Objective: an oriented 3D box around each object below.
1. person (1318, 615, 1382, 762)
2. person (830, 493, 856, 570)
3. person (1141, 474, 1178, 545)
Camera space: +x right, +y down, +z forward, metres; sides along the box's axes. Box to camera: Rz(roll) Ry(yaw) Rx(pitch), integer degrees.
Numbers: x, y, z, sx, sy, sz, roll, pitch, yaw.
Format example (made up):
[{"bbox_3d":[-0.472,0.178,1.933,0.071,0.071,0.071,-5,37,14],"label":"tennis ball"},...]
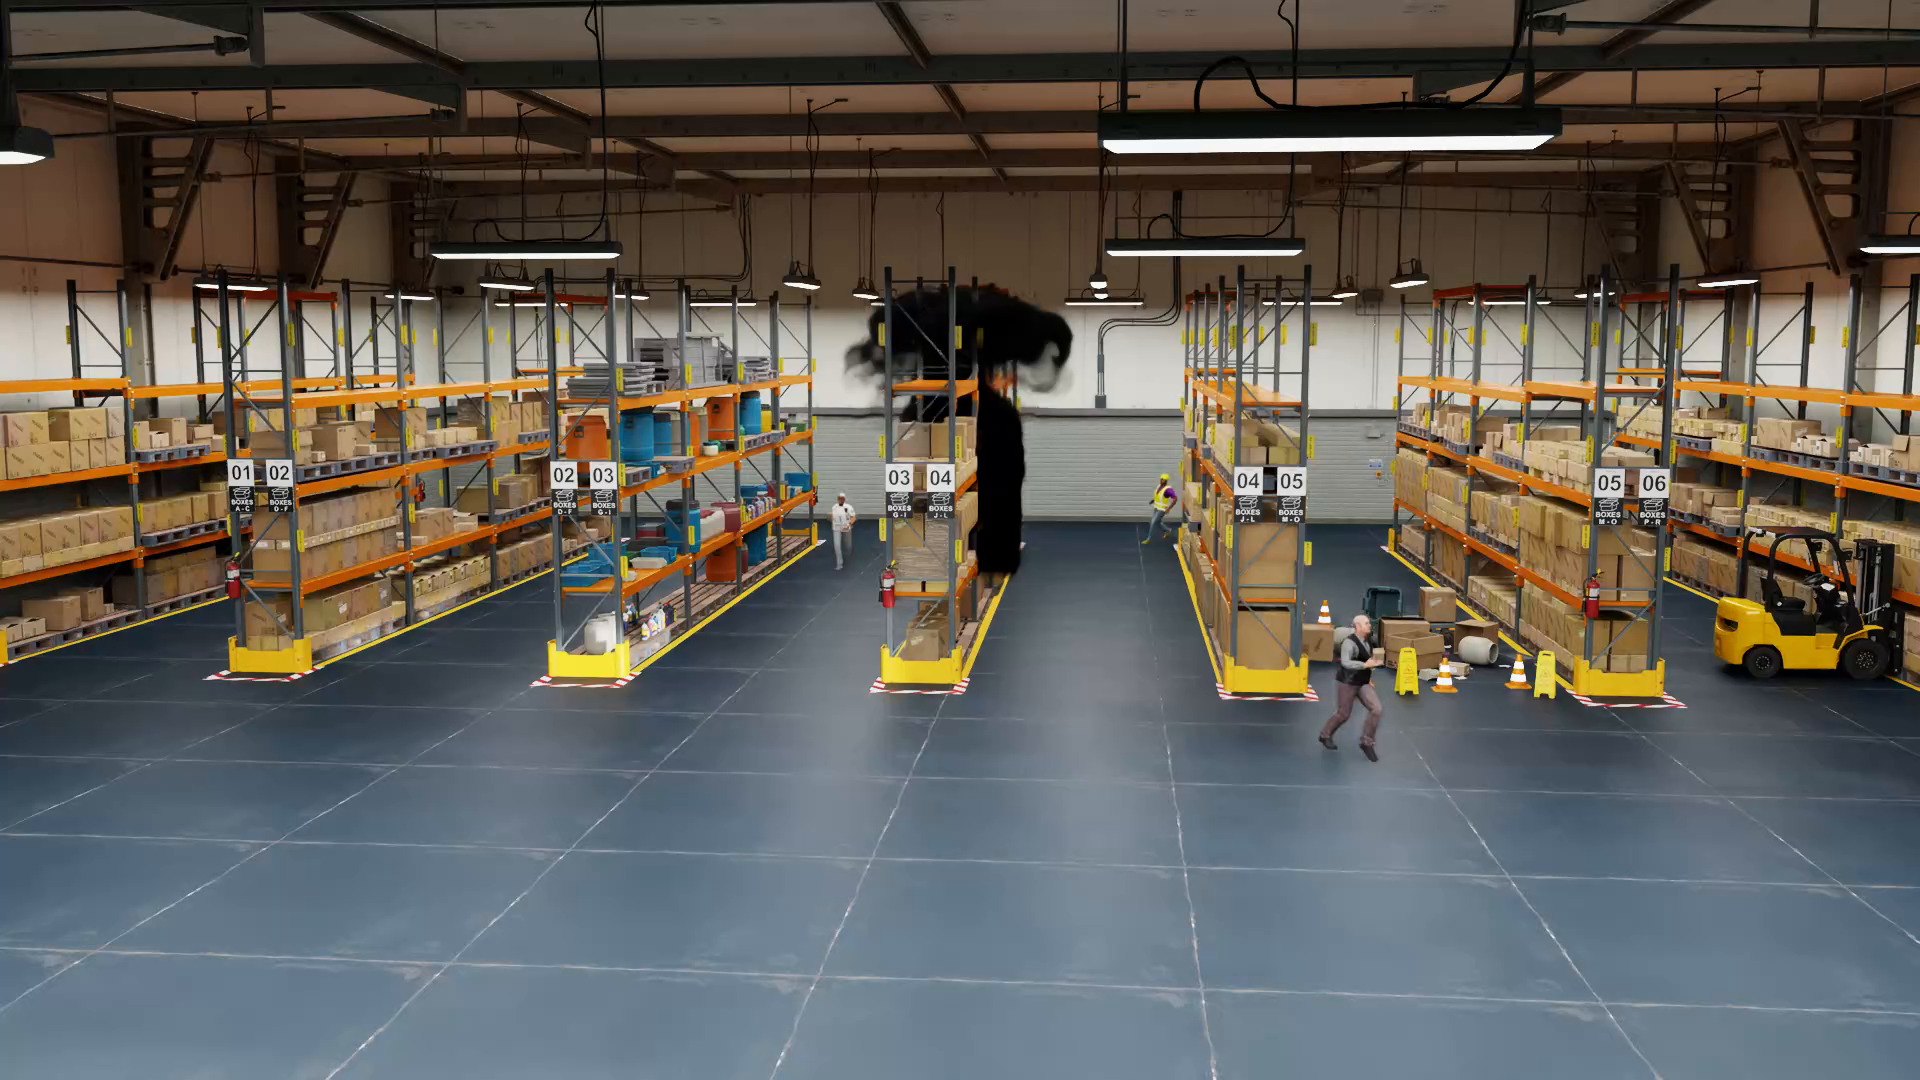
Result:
[{"bbox_3d":[4.680,1.752,19.893,0.853,1.764,0.678,7,10,45],"label":"person"},{"bbox_3d":[-2.567,-0.200,36.397,0.585,1.664,1.009,0,7,-1],"label":"person"},{"bbox_3d":[4.871,-0.744,40.230,0.921,1.724,0.765,-3,8,-25],"label":"person"}]
